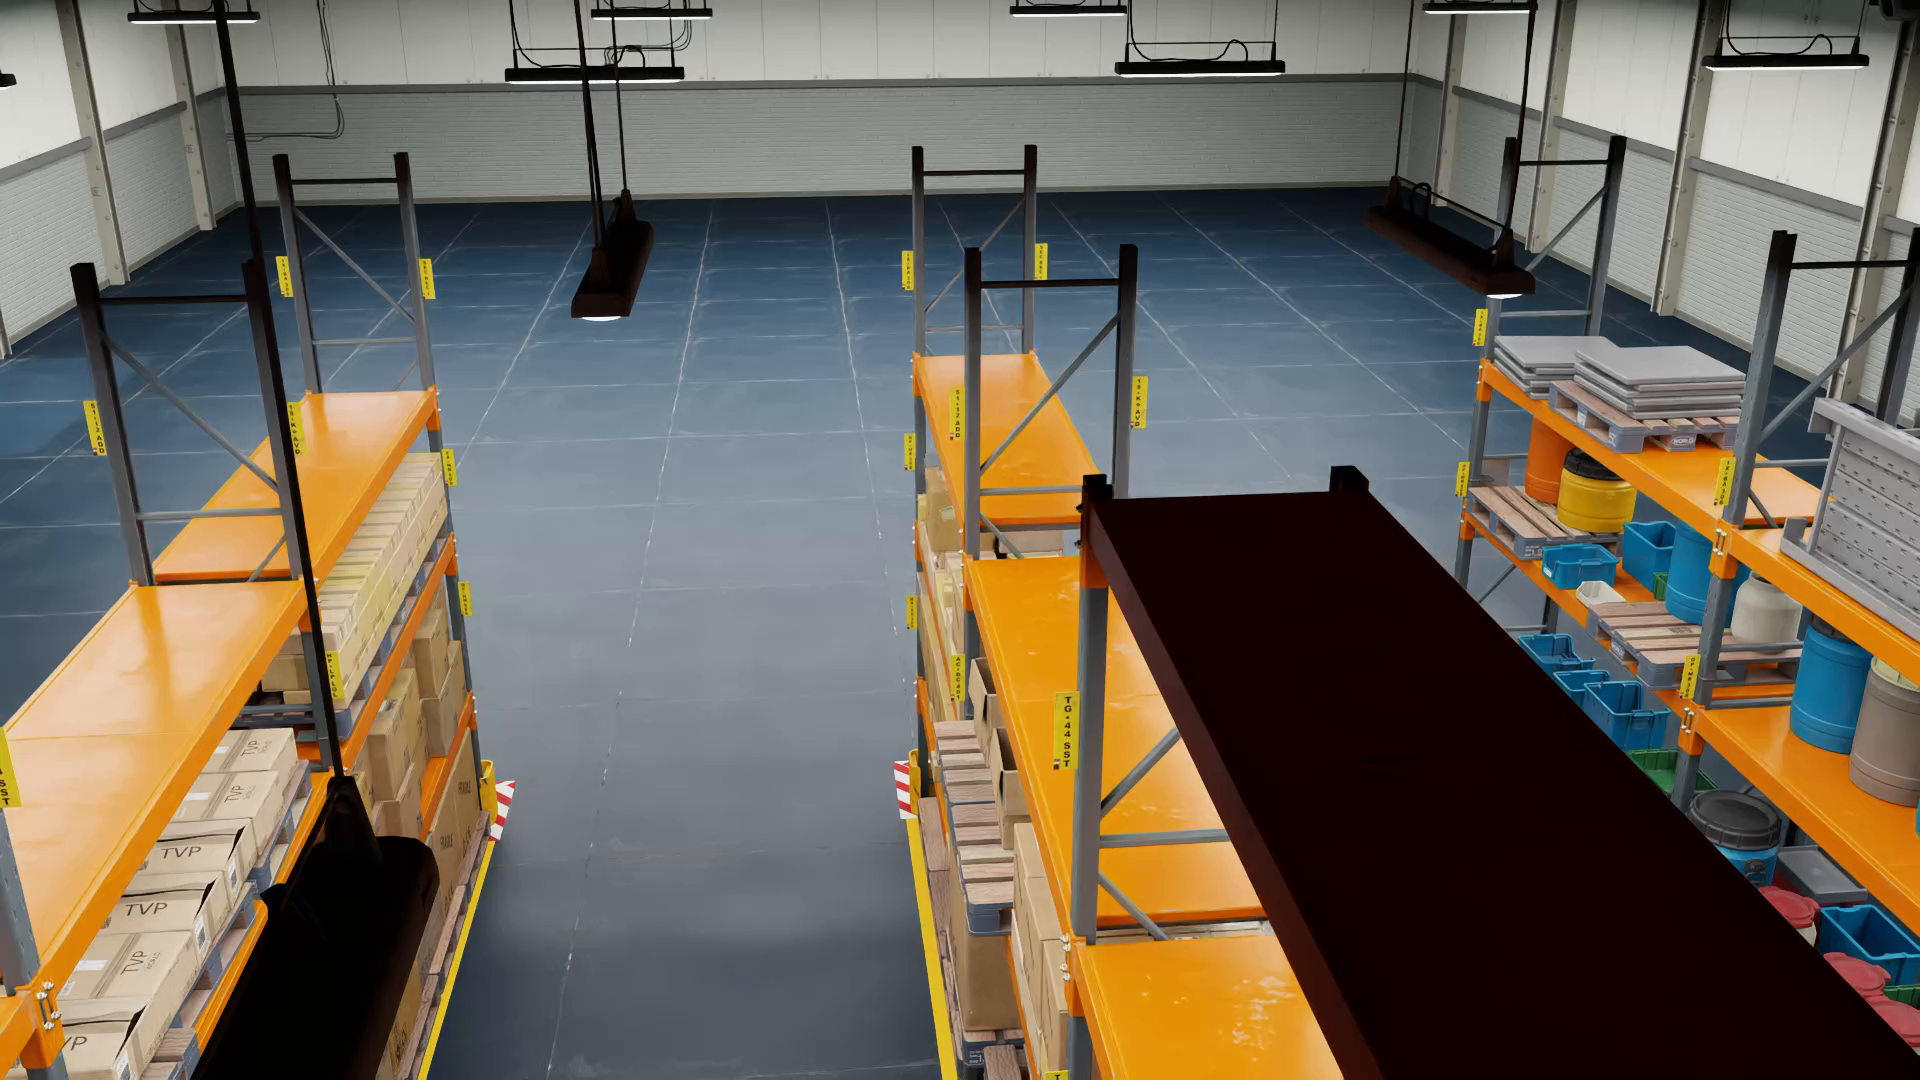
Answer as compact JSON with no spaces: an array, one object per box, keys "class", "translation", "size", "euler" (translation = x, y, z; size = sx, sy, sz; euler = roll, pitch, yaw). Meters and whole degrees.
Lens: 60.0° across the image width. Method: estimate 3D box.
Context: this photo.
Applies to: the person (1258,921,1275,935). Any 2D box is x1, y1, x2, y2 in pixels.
[{"class":"person","translation":[2.368,2.846,12.097],"size":[0.534,1.725,0.989],"euler":[6,22,14]}]
